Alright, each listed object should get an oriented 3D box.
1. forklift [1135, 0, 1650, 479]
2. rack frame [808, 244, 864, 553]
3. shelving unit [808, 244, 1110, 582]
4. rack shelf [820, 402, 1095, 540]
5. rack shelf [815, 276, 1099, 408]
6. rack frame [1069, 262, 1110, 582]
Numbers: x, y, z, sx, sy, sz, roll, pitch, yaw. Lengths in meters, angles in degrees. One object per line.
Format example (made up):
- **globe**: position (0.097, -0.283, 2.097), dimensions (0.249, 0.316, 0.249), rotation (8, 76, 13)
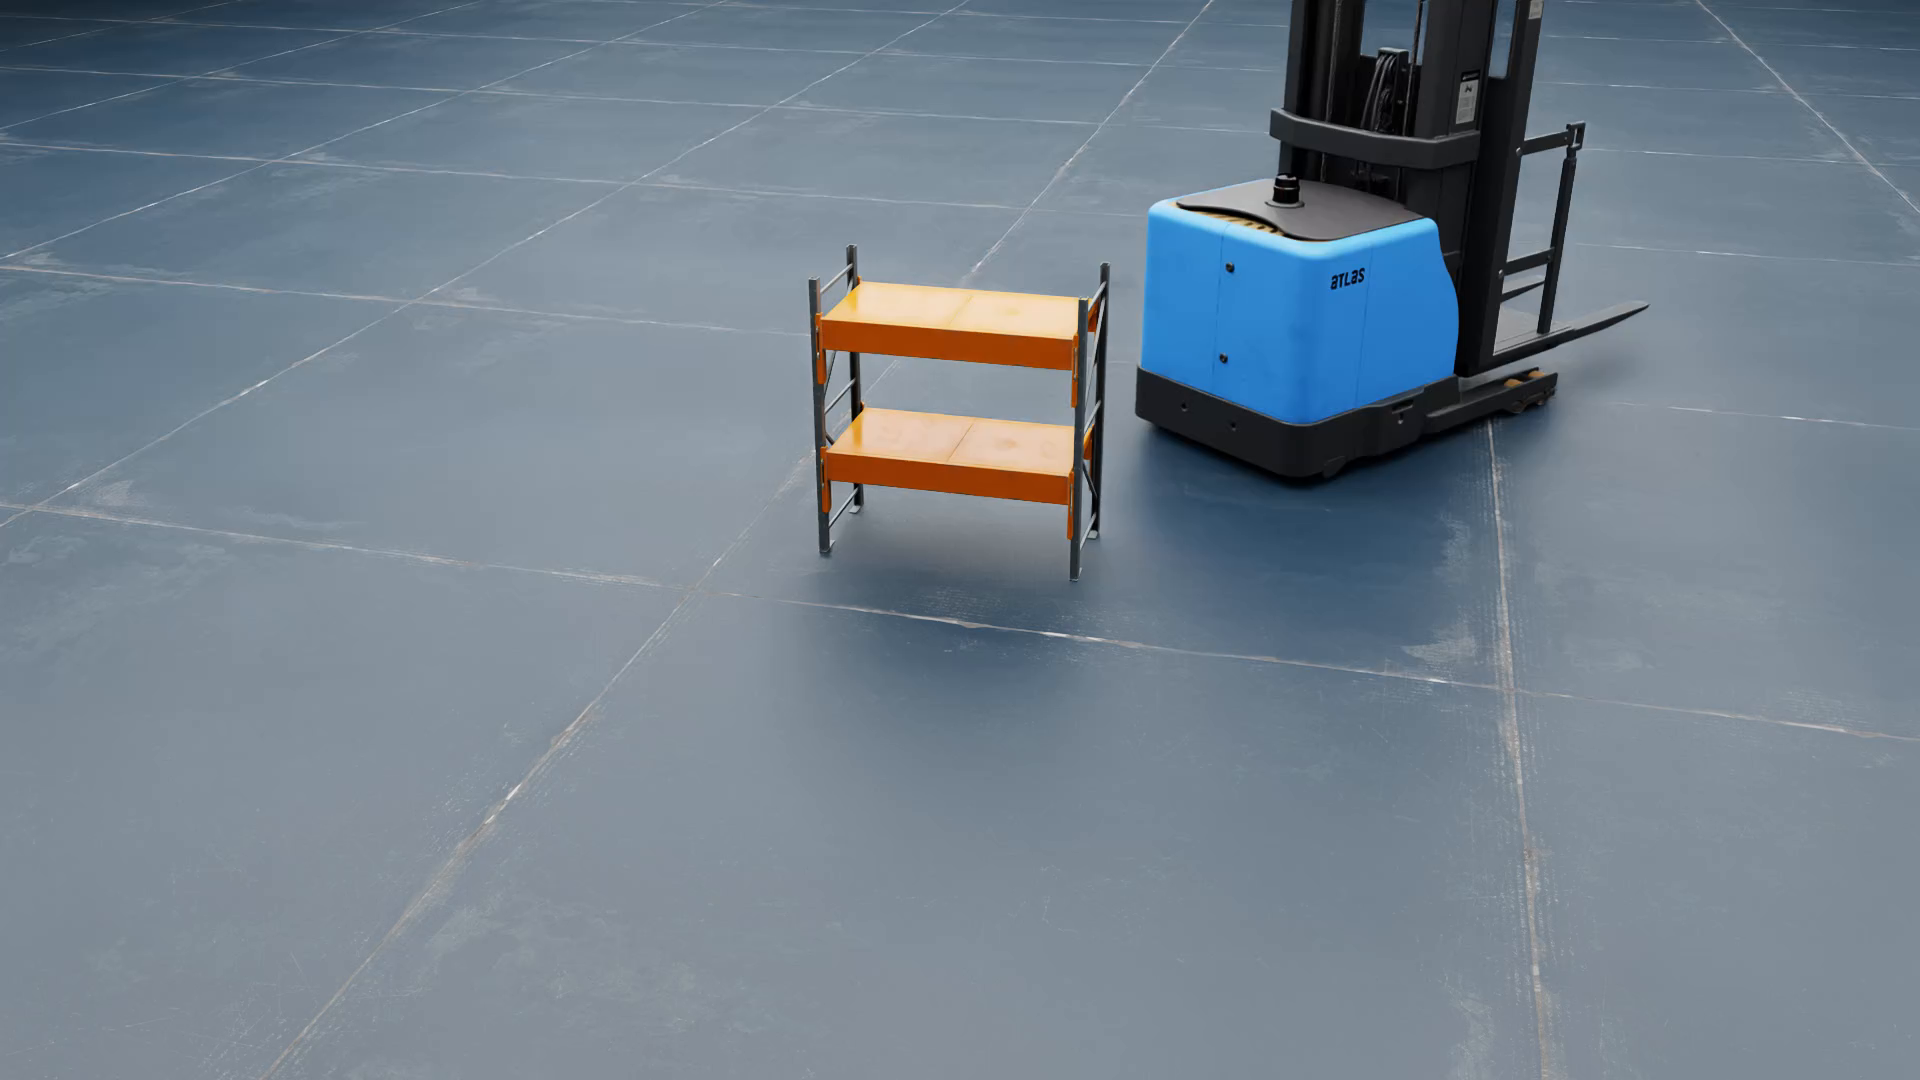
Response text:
- **forklift**: position (2.293, -2.090, 7.731), dimensions (3.031, 2.935, 1.130), rotation (-19, 31, -34)
- **rack frame**: position (-0.486, -0.562, 6.621), dimensions (0.032, 1.125, 0.500), rotation (6, 26, 13)
- **shelving unit**: position (0.007, -0.507, 6.507), dimensions (1.048, 1.125, 0.538), rotation (6, 26, 13)
- **rack shelf**: position (0.007, -0.286, 6.612), dimensions (1.000, 0.278, 0.538), rotation (6, 26, 13)
- **rack shelf**: position (0.007, -0.771, 6.381), dimensions (1.000, 0.278, 0.538), rotation (6, 26, 13)
- **rack frame**: position (0.499, -0.453, 6.392), dimensions (0.032, 1.125, 0.500), rotation (6, 26, 13)
